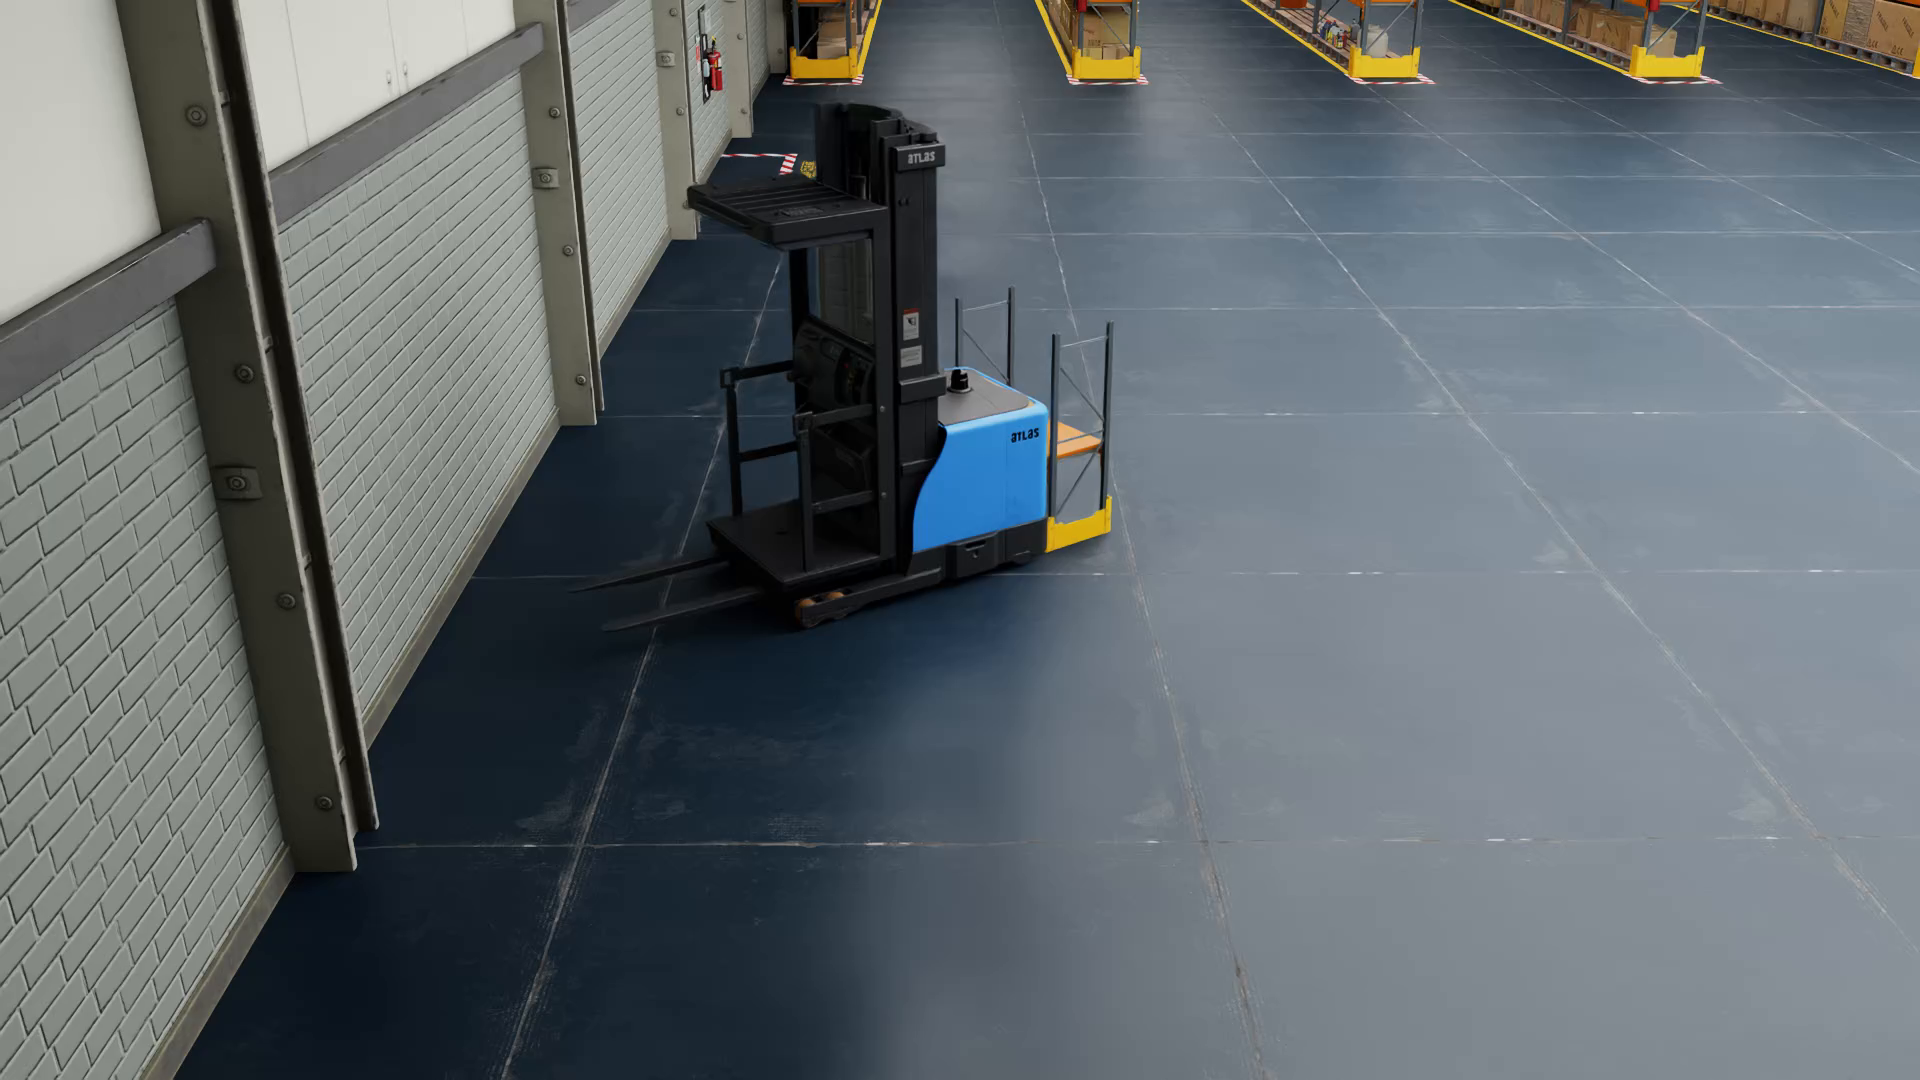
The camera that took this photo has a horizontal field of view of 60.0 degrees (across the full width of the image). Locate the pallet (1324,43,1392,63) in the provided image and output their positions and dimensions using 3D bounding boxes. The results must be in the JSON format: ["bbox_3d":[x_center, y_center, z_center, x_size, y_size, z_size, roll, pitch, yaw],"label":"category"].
[{"bbox_3d":[7.452,-9.138,31.198,1.003,0.211,1.213,0,24,-1],"label":"pallet"}]

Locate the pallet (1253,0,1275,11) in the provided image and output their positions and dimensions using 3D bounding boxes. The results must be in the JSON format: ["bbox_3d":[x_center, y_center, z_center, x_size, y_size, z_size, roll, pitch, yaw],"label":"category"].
[{"bbox_3d":[7.366,-12.393,38.396,1.003,0.211,1.213,0,24,-1],"label":"pallet"}]

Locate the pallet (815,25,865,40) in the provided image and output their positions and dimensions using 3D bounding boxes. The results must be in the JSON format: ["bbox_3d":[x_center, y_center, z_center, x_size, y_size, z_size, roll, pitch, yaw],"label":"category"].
[{"bbox_3d":[-2.446,-10.195,33.536,1.003,0.211,1.213,0,24,-1],"label":"pallet"}]

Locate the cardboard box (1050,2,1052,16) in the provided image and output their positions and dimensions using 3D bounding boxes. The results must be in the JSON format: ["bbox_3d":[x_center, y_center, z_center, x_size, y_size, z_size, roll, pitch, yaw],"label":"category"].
[{"bbox_3d":[2.192,-11.331,35.491,0.500,0.250,0.500,-1,24,-2],"label":"cardboard box"}]

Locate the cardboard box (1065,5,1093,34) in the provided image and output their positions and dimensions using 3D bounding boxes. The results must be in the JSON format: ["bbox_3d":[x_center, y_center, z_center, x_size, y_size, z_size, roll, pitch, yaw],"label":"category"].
[{"bbox_3d":[2.228,-9.638,30.838,0.500,0.500,0.500,0,24,-1],"label":"cardboard box"}]

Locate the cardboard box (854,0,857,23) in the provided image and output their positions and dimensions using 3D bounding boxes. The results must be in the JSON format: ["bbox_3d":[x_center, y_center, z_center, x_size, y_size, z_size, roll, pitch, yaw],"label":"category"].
[{"bbox_3d":[-2.482,-10.933,34.282,0.700,0.500,0.500,0,24,0],"label":"cardboard box"}]

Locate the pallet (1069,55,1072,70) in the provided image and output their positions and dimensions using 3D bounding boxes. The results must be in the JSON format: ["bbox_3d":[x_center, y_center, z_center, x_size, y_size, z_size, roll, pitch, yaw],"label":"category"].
[{"bbox_3d":[2.511,-8.565,29.931,1.003,0.211,1.213,0,24,-1],"label":"pallet"}]

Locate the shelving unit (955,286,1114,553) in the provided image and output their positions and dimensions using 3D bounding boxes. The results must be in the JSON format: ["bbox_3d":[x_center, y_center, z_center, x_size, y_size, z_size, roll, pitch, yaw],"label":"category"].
[{"bbox_3d":[0.478,-0.847,11.302,0.587,1.500,1.083,-17,30,-33],"label":"shelving unit"}]

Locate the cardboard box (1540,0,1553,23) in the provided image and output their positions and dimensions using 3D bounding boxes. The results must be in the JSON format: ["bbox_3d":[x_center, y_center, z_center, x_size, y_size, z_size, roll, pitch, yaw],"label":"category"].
[{"bbox_3d":[12.445,-10.953,34.328,0.700,0.500,0.500,-2,24,-5],"label":"cardboard box"}]

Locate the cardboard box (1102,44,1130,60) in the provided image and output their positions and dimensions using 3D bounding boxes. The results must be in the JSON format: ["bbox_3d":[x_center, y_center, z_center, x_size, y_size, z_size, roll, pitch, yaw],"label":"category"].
[{"bbox_3d":[2.778,-8.681,29.631,0.500,0.250,0.500,0,24,-1],"label":"cardboard box"}]

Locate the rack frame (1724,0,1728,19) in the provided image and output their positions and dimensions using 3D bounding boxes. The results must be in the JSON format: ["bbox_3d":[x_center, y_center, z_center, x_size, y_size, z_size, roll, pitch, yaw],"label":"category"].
[{"bbox_3d":[17.340,-12.841,36.001,1.000,3.000,0.127,0,24,-1],"label":"rack frame"}]

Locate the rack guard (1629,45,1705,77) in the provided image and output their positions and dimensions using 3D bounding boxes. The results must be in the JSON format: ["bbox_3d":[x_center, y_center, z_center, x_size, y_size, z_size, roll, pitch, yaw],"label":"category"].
[{"bbox_3d":[12.466,-8.456,29.339,1.175,0.500,0.348,0,24,-1],"label":"rack guard"}]

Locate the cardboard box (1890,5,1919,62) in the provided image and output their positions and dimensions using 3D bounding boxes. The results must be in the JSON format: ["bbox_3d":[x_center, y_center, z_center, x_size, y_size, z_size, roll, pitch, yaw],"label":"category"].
[{"bbox_3d":[17.354,-9.046,29.681,0.875,0.875,0.875,0,24,0],"label":"cardboard box"}]

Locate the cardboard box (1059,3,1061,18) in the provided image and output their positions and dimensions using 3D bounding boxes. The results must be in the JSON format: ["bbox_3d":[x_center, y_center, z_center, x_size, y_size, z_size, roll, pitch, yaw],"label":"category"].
[{"bbox_3d":[2.226,-10.528,33.035,0.500,0.311,0.500,0,24,-1],"label":"cardboard box"}]

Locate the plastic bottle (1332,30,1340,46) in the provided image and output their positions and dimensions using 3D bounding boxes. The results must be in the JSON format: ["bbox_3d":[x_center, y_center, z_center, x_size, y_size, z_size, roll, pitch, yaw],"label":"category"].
[{"bbox_3d":[7.079,-9.417,31.202,0.152,0.276,0.135,-1,24,-2],"label":"plastic bottle"}]

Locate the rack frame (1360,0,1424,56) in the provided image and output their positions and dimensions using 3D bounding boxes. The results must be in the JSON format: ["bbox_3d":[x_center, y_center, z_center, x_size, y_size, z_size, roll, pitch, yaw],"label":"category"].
[{"bbox_3d":[7.514,-9.541,28.706,1.000,3.000,0.127,0,24,-1],"label":"rack frame"}]

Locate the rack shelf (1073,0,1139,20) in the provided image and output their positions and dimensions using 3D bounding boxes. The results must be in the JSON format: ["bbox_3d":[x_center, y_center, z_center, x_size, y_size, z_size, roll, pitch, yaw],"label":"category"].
[{"bbox_3d":[2.539,-10.017,30.630,1.077,0.370,4.000,0,24,-1],"label":"rack shelf"}]

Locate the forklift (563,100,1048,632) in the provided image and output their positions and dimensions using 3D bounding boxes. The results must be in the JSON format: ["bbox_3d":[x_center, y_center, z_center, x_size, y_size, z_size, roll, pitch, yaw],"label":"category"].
[{"bbox_3d":[-0.946,-1.055,10.027,3.031,2.935,1.130,-15,28,-29],"label":"forklift"}]

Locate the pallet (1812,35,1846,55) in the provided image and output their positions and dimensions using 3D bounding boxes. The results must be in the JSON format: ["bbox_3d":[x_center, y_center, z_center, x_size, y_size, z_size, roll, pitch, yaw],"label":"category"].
[{"bbox_3d":[17.314,-9.608,32.238,1.003,0.211,1.213,0,24,-1],"label":"pallet"}]

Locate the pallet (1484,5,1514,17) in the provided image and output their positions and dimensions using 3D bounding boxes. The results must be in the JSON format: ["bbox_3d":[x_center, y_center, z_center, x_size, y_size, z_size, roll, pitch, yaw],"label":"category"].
[{"bbox_3d":[12.446,-11.915,37.337,1.003,0.211,1.213,0,24,-1],"label":"pallet"}]

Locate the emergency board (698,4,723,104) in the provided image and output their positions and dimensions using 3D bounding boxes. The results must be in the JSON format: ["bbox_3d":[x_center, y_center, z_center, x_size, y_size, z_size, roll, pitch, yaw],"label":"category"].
[{"bbox_3d":[-3.211,-6.290,21.518,0.194,1.169,0.643,0,24,-1],"label":"emergency board"}]

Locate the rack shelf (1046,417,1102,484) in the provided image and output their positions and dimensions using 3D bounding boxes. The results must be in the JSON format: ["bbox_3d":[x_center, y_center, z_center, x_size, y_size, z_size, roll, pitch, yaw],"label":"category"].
[{"bbox_3d":[0.483,-0.680,11.370,0.538,0.185,1.000,-17,30,-33],"label":"rack shelf"}]

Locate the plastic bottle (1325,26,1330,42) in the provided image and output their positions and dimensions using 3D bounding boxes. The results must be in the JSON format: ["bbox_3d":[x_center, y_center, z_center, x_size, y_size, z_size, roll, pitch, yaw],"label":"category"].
[{"bbox_3d":[7.027,-9.672,31.757,0.061,0.283,0.133,1,24,2],"label":"plastic bottle"}]

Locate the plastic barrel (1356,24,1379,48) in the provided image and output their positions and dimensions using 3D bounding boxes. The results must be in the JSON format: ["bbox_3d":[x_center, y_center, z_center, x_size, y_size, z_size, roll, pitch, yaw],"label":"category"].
[{"bbox_3d":[7.425,-9.076,30.188,0.421,0.512,0.421,0,24,0],"label":"plastic barrel"}]

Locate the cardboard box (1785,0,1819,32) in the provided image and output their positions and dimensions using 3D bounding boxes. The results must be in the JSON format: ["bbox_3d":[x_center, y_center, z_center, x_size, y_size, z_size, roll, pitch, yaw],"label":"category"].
[{"bbox_3d":[17.287,-10.614,33.298,1.050,0.750,0.750,0,24,-1],"label":"cardboard box"}]

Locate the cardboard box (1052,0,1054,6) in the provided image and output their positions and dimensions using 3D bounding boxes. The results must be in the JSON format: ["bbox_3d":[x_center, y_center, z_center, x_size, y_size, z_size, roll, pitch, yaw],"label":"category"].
[{"bbox_3d":[2.203,-11.367,34.890,0.500,0.311,0.500,-1,24,-2],"label":"cardboard box"}]

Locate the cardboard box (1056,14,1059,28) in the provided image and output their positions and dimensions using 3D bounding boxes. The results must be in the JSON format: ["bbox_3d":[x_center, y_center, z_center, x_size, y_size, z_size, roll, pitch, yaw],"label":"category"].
[{"bbox_3d":[2.219,-10.485,33.620,0.500,0.250,0.500,-1,24,-1],"label":"cardboard box"}]

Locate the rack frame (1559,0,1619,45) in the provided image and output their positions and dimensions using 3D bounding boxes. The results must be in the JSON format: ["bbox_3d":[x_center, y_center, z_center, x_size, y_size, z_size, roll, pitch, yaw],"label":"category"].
[{"bbox_3d":[12.423,-11.212,32.399,1.000,3.000,0.127,0,24,-1],"label":"rack frame"}]

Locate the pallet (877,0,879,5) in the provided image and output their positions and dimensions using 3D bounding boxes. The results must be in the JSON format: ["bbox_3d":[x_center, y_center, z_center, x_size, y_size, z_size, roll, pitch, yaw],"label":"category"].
[{"bbox_3d":[-2.440,-12.853,39.413,1.003,0.211,1.213,0,24,-1],"label":"pallet"}]

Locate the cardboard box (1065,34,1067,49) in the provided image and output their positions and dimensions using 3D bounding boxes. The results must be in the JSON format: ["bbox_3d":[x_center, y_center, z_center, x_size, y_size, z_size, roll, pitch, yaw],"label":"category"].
[{"bbox_3d":[2.231,-9.297,30.992,0.500,0.250,0.500,0,24,-1],"label":"cardboard box"}]

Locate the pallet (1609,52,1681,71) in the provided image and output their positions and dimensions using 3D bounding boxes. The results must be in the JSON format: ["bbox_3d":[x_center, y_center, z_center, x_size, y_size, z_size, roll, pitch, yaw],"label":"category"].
[{"bbox_3d":[12.492,-8.659,30.139,1.003,0.211,1.213,0,24,-1],"label":"pallet"}]

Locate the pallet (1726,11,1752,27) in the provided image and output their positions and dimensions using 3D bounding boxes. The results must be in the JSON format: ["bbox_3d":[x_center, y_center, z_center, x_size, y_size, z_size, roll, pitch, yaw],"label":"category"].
[{"bbox_3d":[17.273,-11.245,35.857,1.003,0.211,1.213,0,24,-1],"label":"pallet"}]

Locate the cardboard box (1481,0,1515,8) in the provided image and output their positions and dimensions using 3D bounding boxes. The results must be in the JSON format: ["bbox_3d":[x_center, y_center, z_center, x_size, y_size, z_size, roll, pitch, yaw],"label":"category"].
[{"bbox_3d":[12.393,-12.368,37.024,1.225,0.875,0.875,-1,24,-3],"label":"cardboard box"}]

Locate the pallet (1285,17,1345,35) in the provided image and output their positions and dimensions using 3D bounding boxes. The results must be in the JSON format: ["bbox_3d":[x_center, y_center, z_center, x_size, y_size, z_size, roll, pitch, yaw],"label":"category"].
[{"bbox_3d":[7.407,-10.746,34.754,1.003,0.211,1.213,0,24,-1],"label":"pallet"}]

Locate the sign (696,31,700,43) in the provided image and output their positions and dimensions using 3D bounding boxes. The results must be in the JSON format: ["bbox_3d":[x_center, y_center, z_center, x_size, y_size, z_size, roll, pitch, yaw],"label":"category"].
[{"bbox_3d":[-3.299,-6.322,20.901,0.001,0.109,0.331,0,24,-1],"label":"sign"}]

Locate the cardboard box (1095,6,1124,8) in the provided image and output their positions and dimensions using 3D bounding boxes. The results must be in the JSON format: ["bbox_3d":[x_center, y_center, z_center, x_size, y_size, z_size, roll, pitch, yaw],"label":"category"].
[{"bbox_3d":[2.764,-9.641,30.843,0.500,0.500,0.500,0,24,-1],"label":"cardboard box"}]

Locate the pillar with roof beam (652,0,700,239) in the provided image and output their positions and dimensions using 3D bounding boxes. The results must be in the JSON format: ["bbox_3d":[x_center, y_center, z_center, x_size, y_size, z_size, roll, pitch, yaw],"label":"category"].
[{"bbox_3d":[1.171,-7.589,17.110,9.100,9.000,0.400,0,24,-1],"label":"pillar with roof beam"}]

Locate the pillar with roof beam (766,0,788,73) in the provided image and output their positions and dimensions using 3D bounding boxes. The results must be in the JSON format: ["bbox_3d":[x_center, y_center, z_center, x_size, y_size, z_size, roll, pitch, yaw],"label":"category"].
[{"bbox_3d":[1.040,-12.534,28.043,9.100,9.000,0.400,0,24,-1],"label":"pillar with roof beam"}]

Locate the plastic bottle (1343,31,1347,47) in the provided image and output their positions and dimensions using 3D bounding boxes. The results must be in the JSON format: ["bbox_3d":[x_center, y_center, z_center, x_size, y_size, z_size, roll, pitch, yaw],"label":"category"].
[{"bbox_3d":[7.187,-9.363,31.075,0.061,0.283,0.133,0,24,-1],"label":"plastic bottle"}]

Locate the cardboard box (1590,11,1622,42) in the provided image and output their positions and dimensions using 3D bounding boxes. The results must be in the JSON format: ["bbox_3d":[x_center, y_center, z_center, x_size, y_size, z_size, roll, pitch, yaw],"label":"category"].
[{"bbox_3d":[12.401,-9.863,31.941,0.500,0.500,0.500,8,25,16],"label":"cardboard box"}]

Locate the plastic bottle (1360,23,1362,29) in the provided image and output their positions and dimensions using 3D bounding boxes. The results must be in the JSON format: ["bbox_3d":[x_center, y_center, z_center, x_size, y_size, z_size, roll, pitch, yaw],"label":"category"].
[{"bbox_3d":[7.768,-9.840,32.047,0.144,0.351,0.185,-1,24,-3],"label":"plastic bottle"}]

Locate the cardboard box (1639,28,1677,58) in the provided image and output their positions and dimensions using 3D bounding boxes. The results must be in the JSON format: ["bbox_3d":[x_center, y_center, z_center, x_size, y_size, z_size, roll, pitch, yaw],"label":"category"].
[{"bbox_3d":[12.477,-8.873,29.753,0.500,0.500,0.500,4,25,9],"label":"cardboard box"}]

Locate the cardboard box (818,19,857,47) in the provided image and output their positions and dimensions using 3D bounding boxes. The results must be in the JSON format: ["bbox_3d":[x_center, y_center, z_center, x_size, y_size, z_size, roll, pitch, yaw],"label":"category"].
[{"bbox_3d":[-2.274,-9.381,30.851,0.700,0.500,0.500,-2,24,-4],"label":"cardboard box"}]
